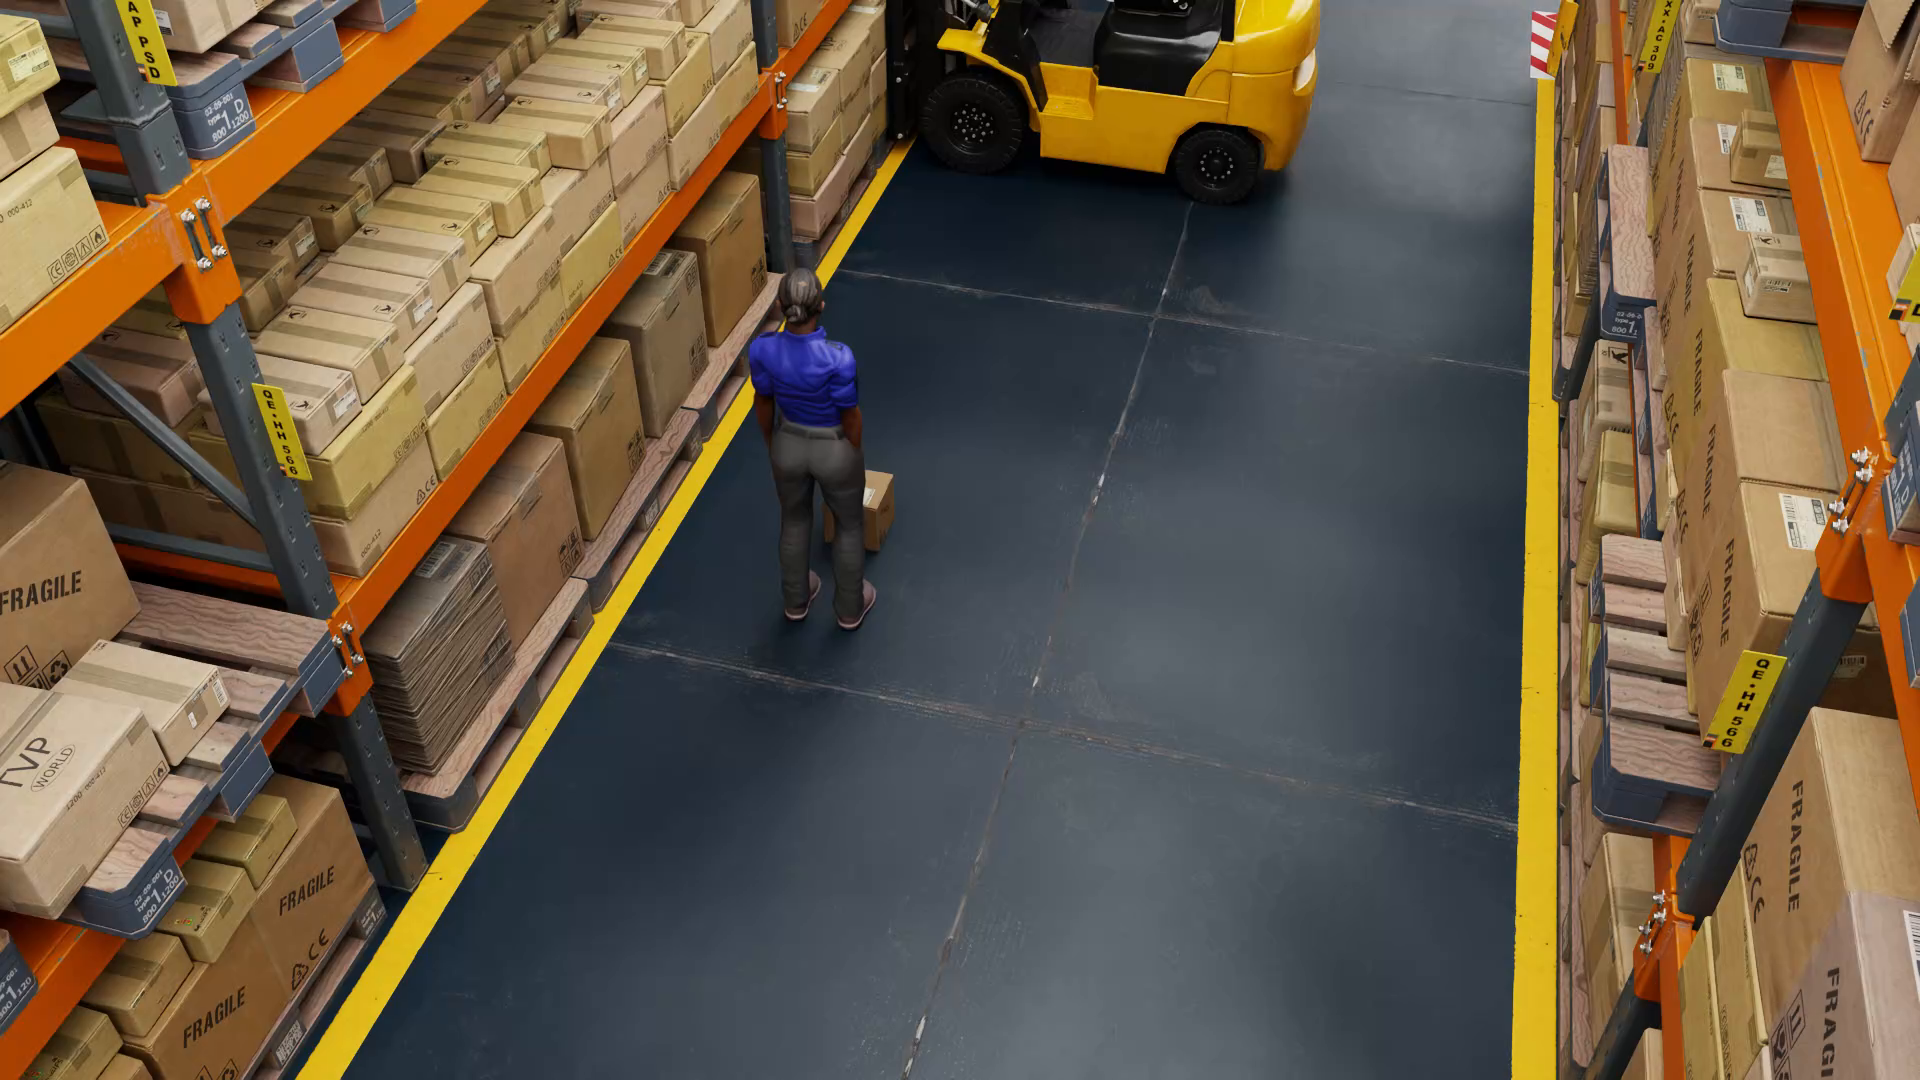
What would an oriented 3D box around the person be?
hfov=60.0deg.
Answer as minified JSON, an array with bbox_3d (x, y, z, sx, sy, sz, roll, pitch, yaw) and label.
[{"bbox_3d":[-0.552,-0.145,6.900,0.482,0.911,0.809,9,42,10],"label":"person"}]
